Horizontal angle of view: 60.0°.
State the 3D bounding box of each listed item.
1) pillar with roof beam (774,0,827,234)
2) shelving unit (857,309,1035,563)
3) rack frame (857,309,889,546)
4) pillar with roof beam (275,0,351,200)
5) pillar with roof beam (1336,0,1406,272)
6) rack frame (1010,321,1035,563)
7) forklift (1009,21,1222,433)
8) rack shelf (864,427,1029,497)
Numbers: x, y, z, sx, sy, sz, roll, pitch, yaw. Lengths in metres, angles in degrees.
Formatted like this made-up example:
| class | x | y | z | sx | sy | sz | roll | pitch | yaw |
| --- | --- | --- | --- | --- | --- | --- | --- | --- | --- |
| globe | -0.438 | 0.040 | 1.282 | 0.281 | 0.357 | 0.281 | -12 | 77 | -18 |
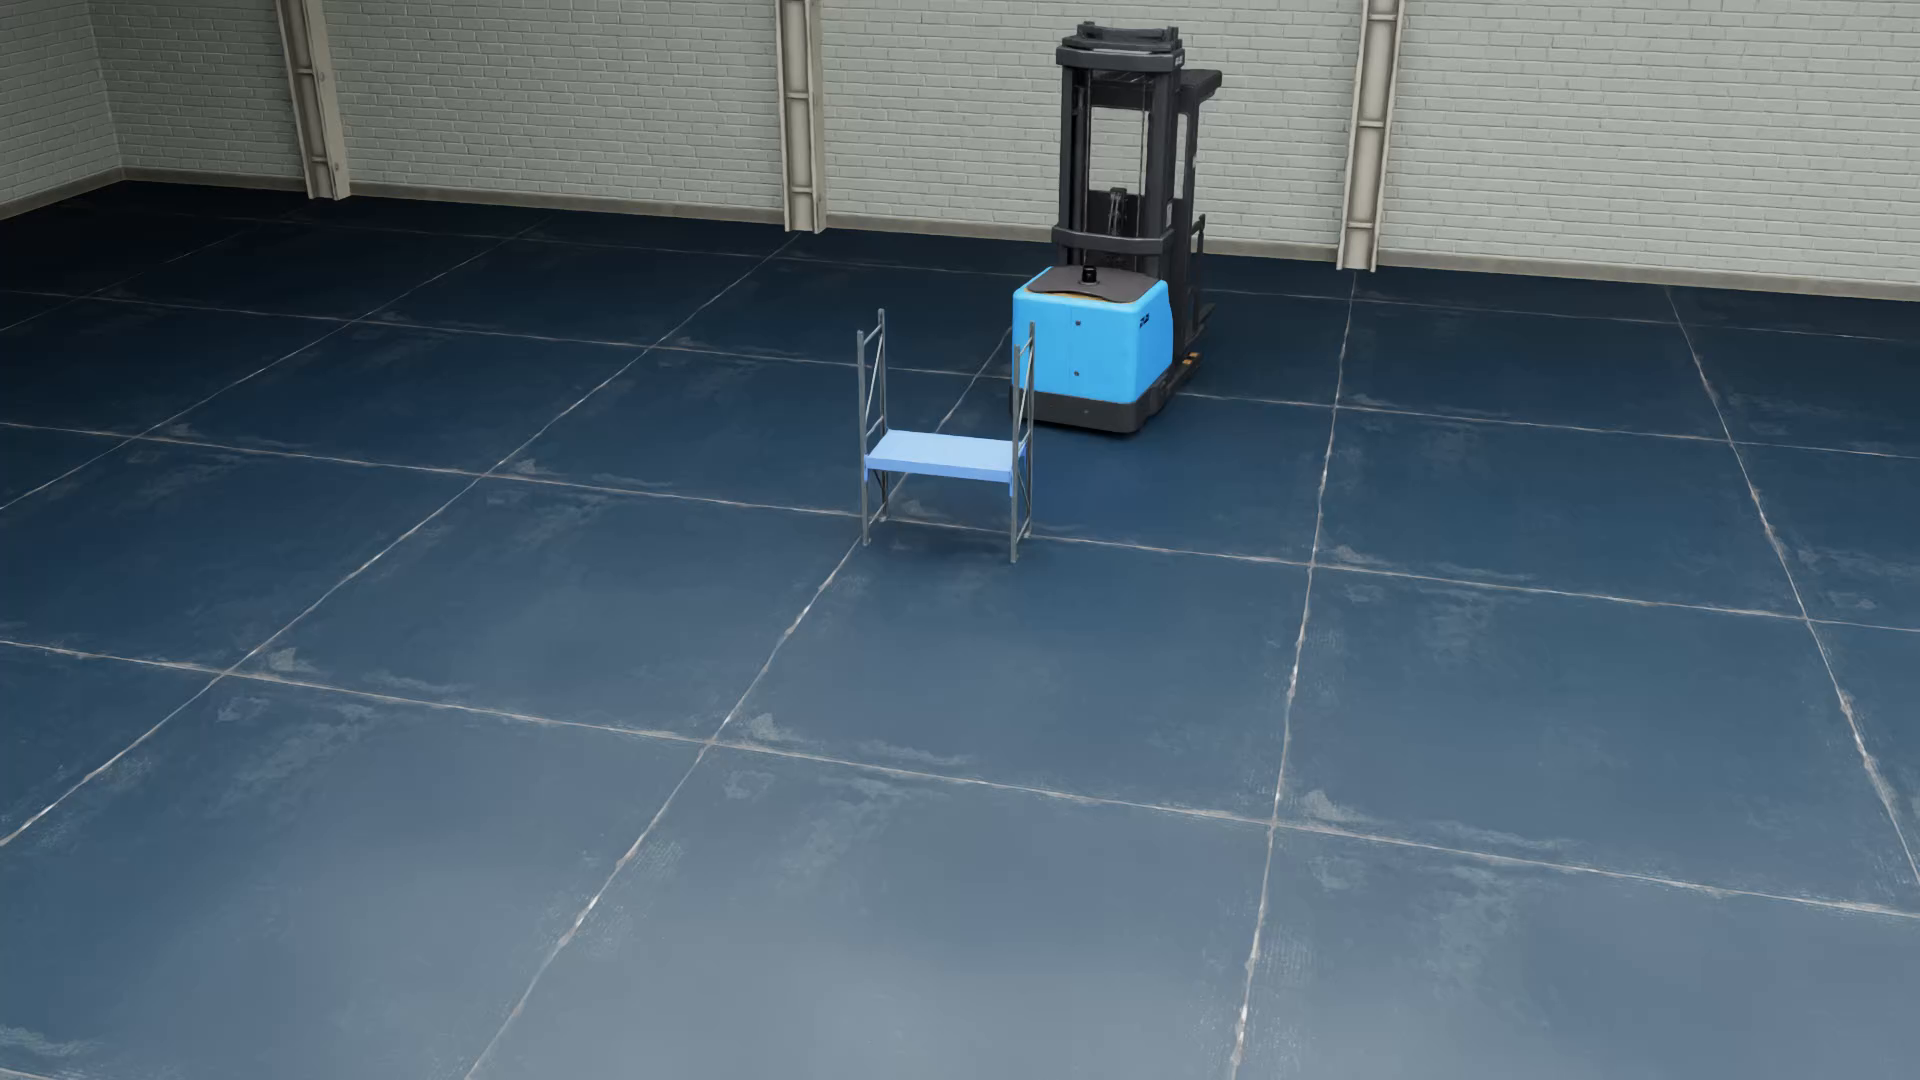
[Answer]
| class | x | y | z | sx | sy | sz | roll | pitch | yaw |
| --- | --- | --- | --- | --- | --- | --- | --- | --- | --- |
| pillar with roof beam | -2.788 | -5.737 | 12.832 | 0.400 | 9.000 | 9.100 | 6 | 26 | 13 |
| shelving unit | -0.083 | -0.686 | 10.947 | 1.048 | 1.500 | 0.538 | 6 | 26 | 13 |
| rack frame | -0.575 | -0.741 | 11.061 | 0.032 | 1.500 | 0.500 | 6 | 26 | 13 |
| pillar with roof beam | -8.599 | -6.379 | 14.181 | 0.400 | 9.000 | 9.100 | 6 | 26 | 13 |
| pillar with roof beam | 3.022 | -5.095 | 11.483 | 0.400 | 9.000 | 9.100 | 6 | 26 | 13 |
| rack frame | 0.410 | -0.632 | 10.832 | 0.032 | 1.500 | 0.500 | 6 | 26 | 13 |
| forklift | 1.441 | -2.756 | 13.629 | 1.130 | 2.935 | 3.031 | 11 | 27 | 21 |
| rack shelf | -0.083 | -0.524 | 11.024 | 1.000 | 0.185 | 0.538 | 6 | 26 | 13 |
